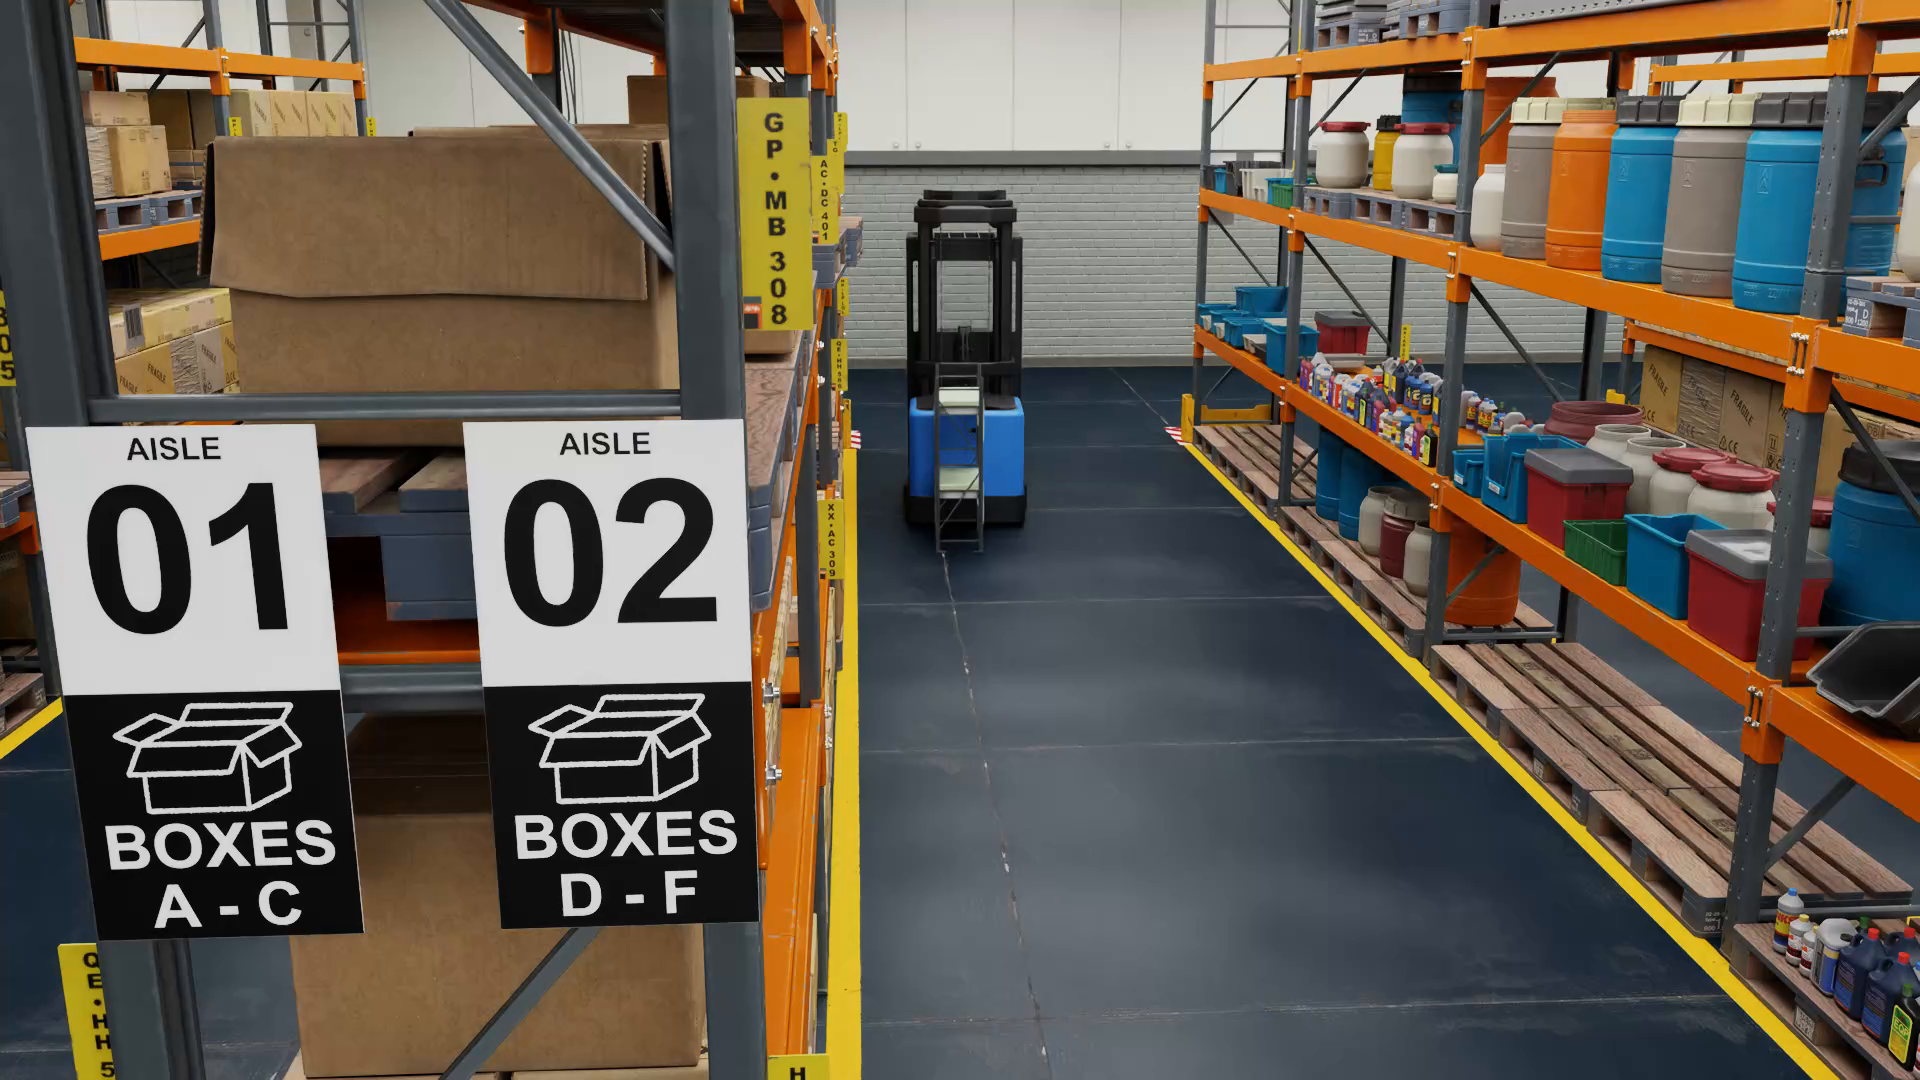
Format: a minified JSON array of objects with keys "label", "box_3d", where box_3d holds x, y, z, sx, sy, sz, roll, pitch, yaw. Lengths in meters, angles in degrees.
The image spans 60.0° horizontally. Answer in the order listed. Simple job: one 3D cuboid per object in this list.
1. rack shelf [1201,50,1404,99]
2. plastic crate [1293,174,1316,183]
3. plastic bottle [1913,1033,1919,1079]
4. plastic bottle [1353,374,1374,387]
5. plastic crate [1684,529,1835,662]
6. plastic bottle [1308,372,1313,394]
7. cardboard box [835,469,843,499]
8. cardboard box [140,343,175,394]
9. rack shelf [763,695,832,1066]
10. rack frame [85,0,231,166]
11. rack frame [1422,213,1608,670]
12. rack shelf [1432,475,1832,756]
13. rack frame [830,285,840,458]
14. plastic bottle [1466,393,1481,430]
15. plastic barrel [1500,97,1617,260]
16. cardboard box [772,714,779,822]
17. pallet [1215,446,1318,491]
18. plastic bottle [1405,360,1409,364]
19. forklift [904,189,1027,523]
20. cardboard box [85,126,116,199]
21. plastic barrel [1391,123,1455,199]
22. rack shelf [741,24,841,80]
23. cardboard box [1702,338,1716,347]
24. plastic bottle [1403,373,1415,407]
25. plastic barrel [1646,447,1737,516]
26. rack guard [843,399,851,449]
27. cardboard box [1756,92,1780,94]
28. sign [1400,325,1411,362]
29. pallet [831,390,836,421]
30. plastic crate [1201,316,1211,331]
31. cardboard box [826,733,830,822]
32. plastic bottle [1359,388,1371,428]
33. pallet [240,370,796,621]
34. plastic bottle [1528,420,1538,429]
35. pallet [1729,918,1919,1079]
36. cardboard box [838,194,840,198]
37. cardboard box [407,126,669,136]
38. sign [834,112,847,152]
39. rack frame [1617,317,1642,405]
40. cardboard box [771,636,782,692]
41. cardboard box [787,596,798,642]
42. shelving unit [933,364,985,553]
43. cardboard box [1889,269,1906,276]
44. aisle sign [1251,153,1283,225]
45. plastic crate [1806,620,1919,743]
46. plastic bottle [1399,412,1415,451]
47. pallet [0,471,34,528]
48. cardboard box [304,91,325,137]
[{"label":"rack shelf","box_3d":[3.260,-4.461,16.051,1.077,0.370,4.000,-1,14,-3]},{"label":"plastic crate","box_3d":[3.482,-3.704,17.309,0.450,0.188,0.336,-1,14,-3]},{"label":"plastic bottle","box_3d":[3.521,1.856,6.025,0.097,0.201,0.097,0,14,0]},{"label":"plastic bottle","box_3d":[3.242,-1.191,13.386,0.152,0.276,0.135,-1,14,-3]},{"label":"plastic crate","box_3d":[3.544,0.243,7.435,0.402,0.464,0.583,-1,14,-3]},{"label":"plastic bottle","box_3d":[3.014,-1.345,14.132,0.097,0.201,0.097,0,14,0]},{"label":"cardboard box","box_3d":[-1.221,-0.286,13.751,0.500,0.500,0.500,-1,14,-3]},{"label":"cardboard box","box_3d":[-6.124,-1.163,12.188,0.500,0.500,0.500,0,14,-2]},{"label":"rack shelf","box_3d":[-0.941,1.311,4.856,1.077,0.370,4.000,-1,14,-3]},{"label":"rack frame","box_3d":[-6.504,-4.353,13.384,1.000,3.000,0.127,-1,14,-3]},{"label":"rack frame","box_3d":[3.632,-0.605,10.860,1.000,3.000,0.127,-1,14,-3]},{"label":"rack shelf","box_3d":[3.756,0.240,9.016,1.077,0.370,4.000,-1,14,-3]},{"label":"rack frame","box_3d":[-1.560,-1.525,14.433,1.000,3.000,0.127,-1,14,-3]},{"label":"plastic bottle","box_3d":[3.876,-0.972,12.544,0.097,0.271,0.097,0,14,0]},{"label":"plastic barrel","box_3d":[3.466,-2.093,9.617,0.600,0.901,0.600,0,14,0]},{"label":"cardboard box","box_3d":[-0.992,0.658,5.749,0.700,0.500,0.500,-1,14,-4]},{"label":"pallet","box_3d":[3.221,-0.736,16.964,1.003,0.211,1.213,-1,14,-3]},{"label":"plastic bottle","box_3d":[3.791,-1.394,14.158,0.061,0.283,0.133,-1,14,-3]},{"label":"forklift","box_3d":[0.036,-1.881,15.953,1.130,2.935,3.031,0,14,-1]},{"label":"cardboard box","box_3d":[-6.493,-2.678,11.811,0.700,0.500,0.500,-1,14,-3]},{"label":"plastic barrel","box_3d":[3.372,-2.766,12.121,0.433,0.535,0.433,0,14,0]},{"label":"rack shelf","box_3d":[-1.684,-4.578,15.708,1.077,0.370,4.000,-1,14,-3]},{"label":"cardboard box","box_3d":[7.869,-2.074,17.071,0.380,0.149,0.250,-1,14,-5]},{"label":"plastic bottle","box_3d":[3.662,-1.222,13.515,0.097,0.271,0.097,0,14,0]},{"label":"plastic barrel","box_3d":[3.967,-0.208,9.042,0.433,0.535,0.433,0,14,0]},{"label":"rack guard","box_3d":[-1.803,-1.290,18.537,1.175,0.500,0.348,-1,14,-3]},{"label":"cardboard box","box_3d":[8.195,-4.285,16.392,0.500,0.250,0.500,-1,14,-5]},{"label":"sign","box_3d":[3.933,-1.742,14.723,0.100,0.325,0.005,-1,14,-3]},{"label":"pallet","box_3d":[-1.437,-0.921,12.470,1.003,0.211,1.213,-1,14,-3]},{"label":"plastic crate","box_3d":[2.760,-2.349,18.045,0.250,0.136,0.298,-1,14,-3]},{"label":"cardboard box","box_3d":[-0.867,1.090,7.819,0.500,0.311,0.500,-1,14,-4]},{"label":"plastic bottle","box_3d":[3.090,-1.006,12.652,0.061,0.283,0.133,-1,14,-3]},{"label":"pallet","box_3d":[-0.835,-0.126,3.156,1.003,0.211,1.213,-1,14,-3]},{"label":"plastic bottle","box_3d":[3.948,-0.685,11.427,0.097,0.271,0.097,0,14,0]},{"label":"pallet","box_3d":[3.880,1.907,6.689,1.003,0.211,1.213,-1,14,-3]},{"label":"cardboard box","box_3d":[-1.449,-3.527,16.497,0.500,0.250,0.500,-1,14,-3]},{"label":"cardboard box","box_3d":[-1.088,-0.897,4.644,0.797,0.503,0.637,1,14,3]},{"label":"sign","box_3d":[-1.006,-3.428,13.982,0.100,0.325,0.005,-1,14,-3]},{"label":"rack frame","box_3d":[8.080,-2.672,18.890,1.000,3.000,0.127,-1,14,-3]},{"label":"cardboard box","box_3d":[-0.773,0.420,5.373,0.380,0.149,0.250,-1,14,-4]},{"label":"cardboard box","box_3d":[-0.915,0.363,7.600,0.380,0.149,0.250,-1,14,-3]},{"label":"shelving unit","box_3d":[-0.011,-0.711,14.278,0.431,1.500,0.755,0,14,-1]},{"label":"cardboard box","box_3d":[8.375,-2.052,14.269,0.797,0.503,0.637,-1,14,-5]},{"label":"aisle sign","box_3d":[3.424,-3.876,18.356,0.394,0.787,0.004,-1,14,-3]},{"label":"plastic crate","box_3d":[3.785,0.552,6.488,0.767,0.338,0.504,-1,14,-3]},{"label":"plastic bottle","box_3d":[3.166,-0.772,11.765,0.097,0.271,0.097,0,14,0]},{"label":"pallet","box_3d":[-6.106,-0.184,9.607,1.213,0.211,1.003,-1,14,-3]},{"label":"cardboard box","box_3d":[-6.373,-4.005,15.806,0.500,0.500,0.500,-2,15,-6]}]
